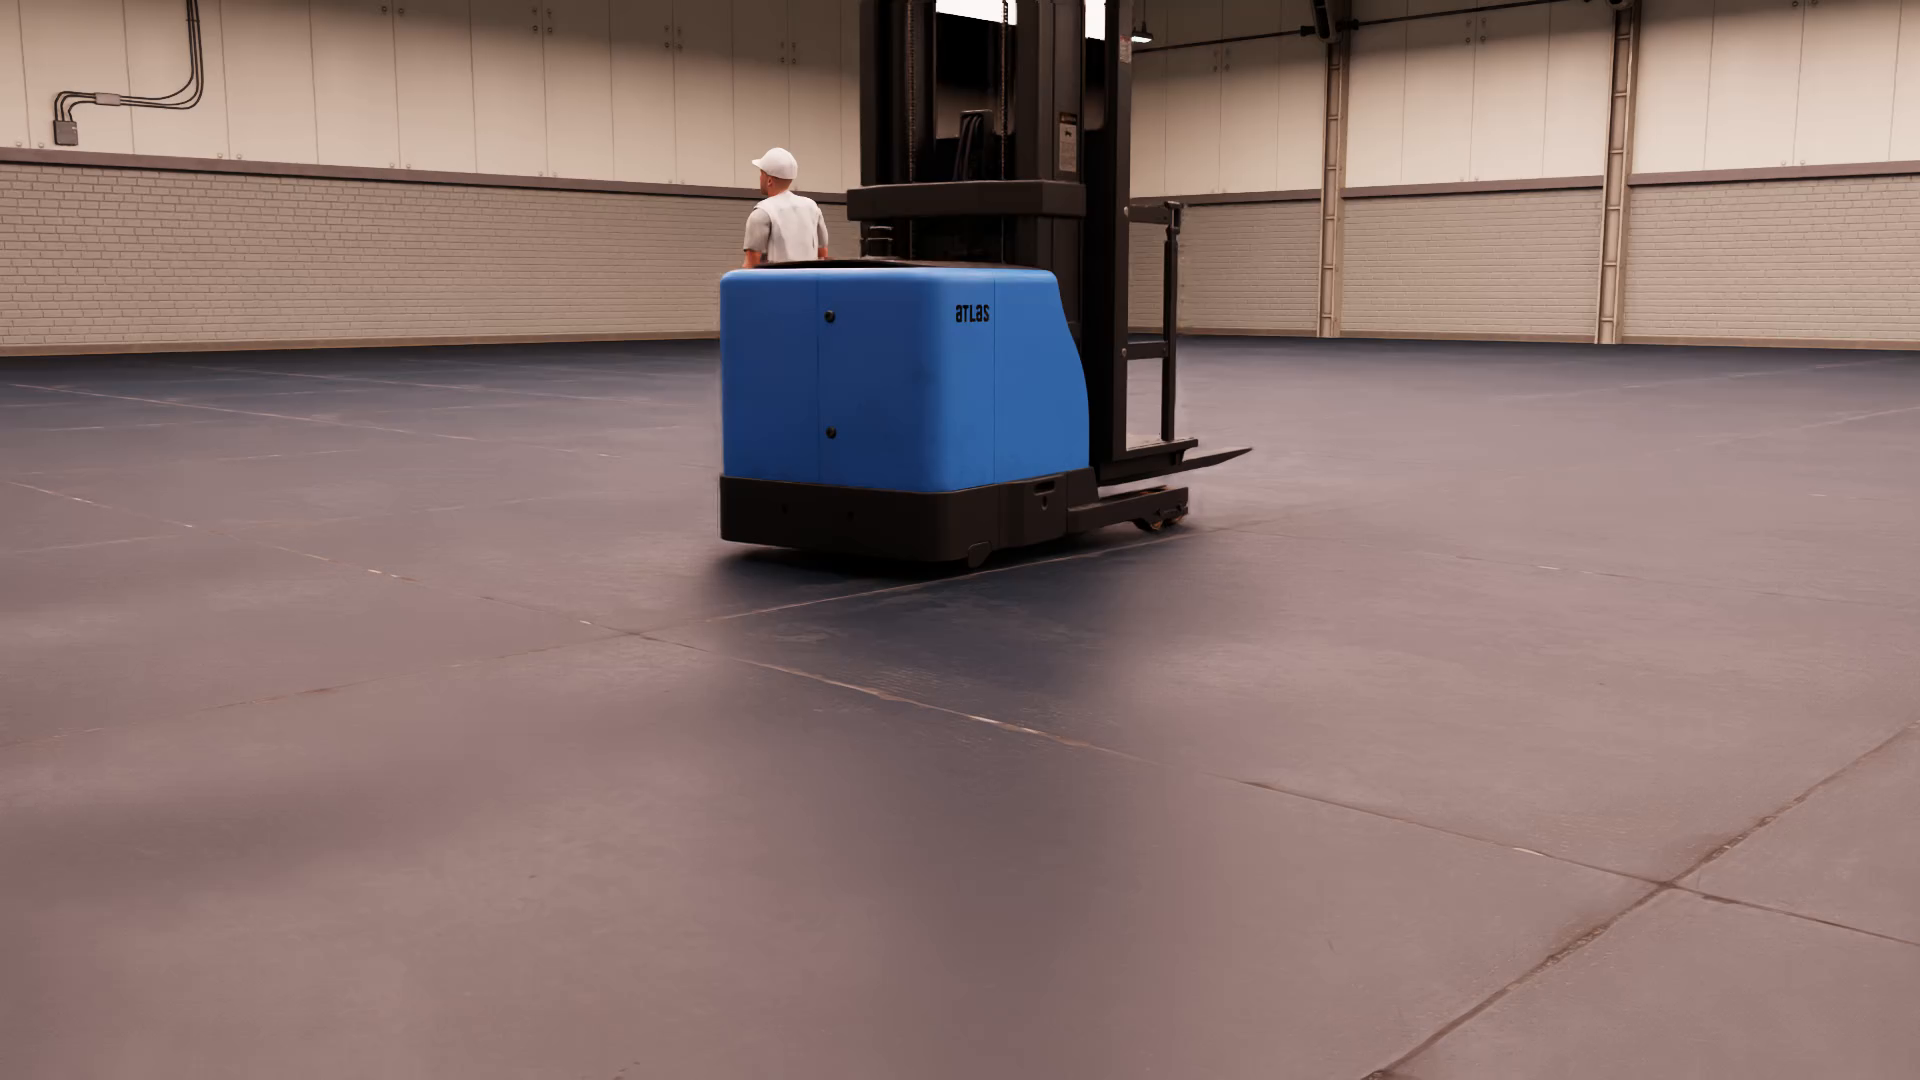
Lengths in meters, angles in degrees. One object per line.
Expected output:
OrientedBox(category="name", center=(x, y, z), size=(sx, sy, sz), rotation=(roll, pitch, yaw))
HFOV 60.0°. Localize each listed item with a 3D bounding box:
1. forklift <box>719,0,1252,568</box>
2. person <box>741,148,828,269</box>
OrientedBox(category="forklift", center=(0.332, -1.526, 7.009), size=(1.130, 2.935, 3.031), rotation=(6, 10, 33))
OrientedBox(category="person", center=(-1.091, -1.357, 9.674), size=(0.638, 1.786, 0.565), rotation=(-8, 12, -44))
